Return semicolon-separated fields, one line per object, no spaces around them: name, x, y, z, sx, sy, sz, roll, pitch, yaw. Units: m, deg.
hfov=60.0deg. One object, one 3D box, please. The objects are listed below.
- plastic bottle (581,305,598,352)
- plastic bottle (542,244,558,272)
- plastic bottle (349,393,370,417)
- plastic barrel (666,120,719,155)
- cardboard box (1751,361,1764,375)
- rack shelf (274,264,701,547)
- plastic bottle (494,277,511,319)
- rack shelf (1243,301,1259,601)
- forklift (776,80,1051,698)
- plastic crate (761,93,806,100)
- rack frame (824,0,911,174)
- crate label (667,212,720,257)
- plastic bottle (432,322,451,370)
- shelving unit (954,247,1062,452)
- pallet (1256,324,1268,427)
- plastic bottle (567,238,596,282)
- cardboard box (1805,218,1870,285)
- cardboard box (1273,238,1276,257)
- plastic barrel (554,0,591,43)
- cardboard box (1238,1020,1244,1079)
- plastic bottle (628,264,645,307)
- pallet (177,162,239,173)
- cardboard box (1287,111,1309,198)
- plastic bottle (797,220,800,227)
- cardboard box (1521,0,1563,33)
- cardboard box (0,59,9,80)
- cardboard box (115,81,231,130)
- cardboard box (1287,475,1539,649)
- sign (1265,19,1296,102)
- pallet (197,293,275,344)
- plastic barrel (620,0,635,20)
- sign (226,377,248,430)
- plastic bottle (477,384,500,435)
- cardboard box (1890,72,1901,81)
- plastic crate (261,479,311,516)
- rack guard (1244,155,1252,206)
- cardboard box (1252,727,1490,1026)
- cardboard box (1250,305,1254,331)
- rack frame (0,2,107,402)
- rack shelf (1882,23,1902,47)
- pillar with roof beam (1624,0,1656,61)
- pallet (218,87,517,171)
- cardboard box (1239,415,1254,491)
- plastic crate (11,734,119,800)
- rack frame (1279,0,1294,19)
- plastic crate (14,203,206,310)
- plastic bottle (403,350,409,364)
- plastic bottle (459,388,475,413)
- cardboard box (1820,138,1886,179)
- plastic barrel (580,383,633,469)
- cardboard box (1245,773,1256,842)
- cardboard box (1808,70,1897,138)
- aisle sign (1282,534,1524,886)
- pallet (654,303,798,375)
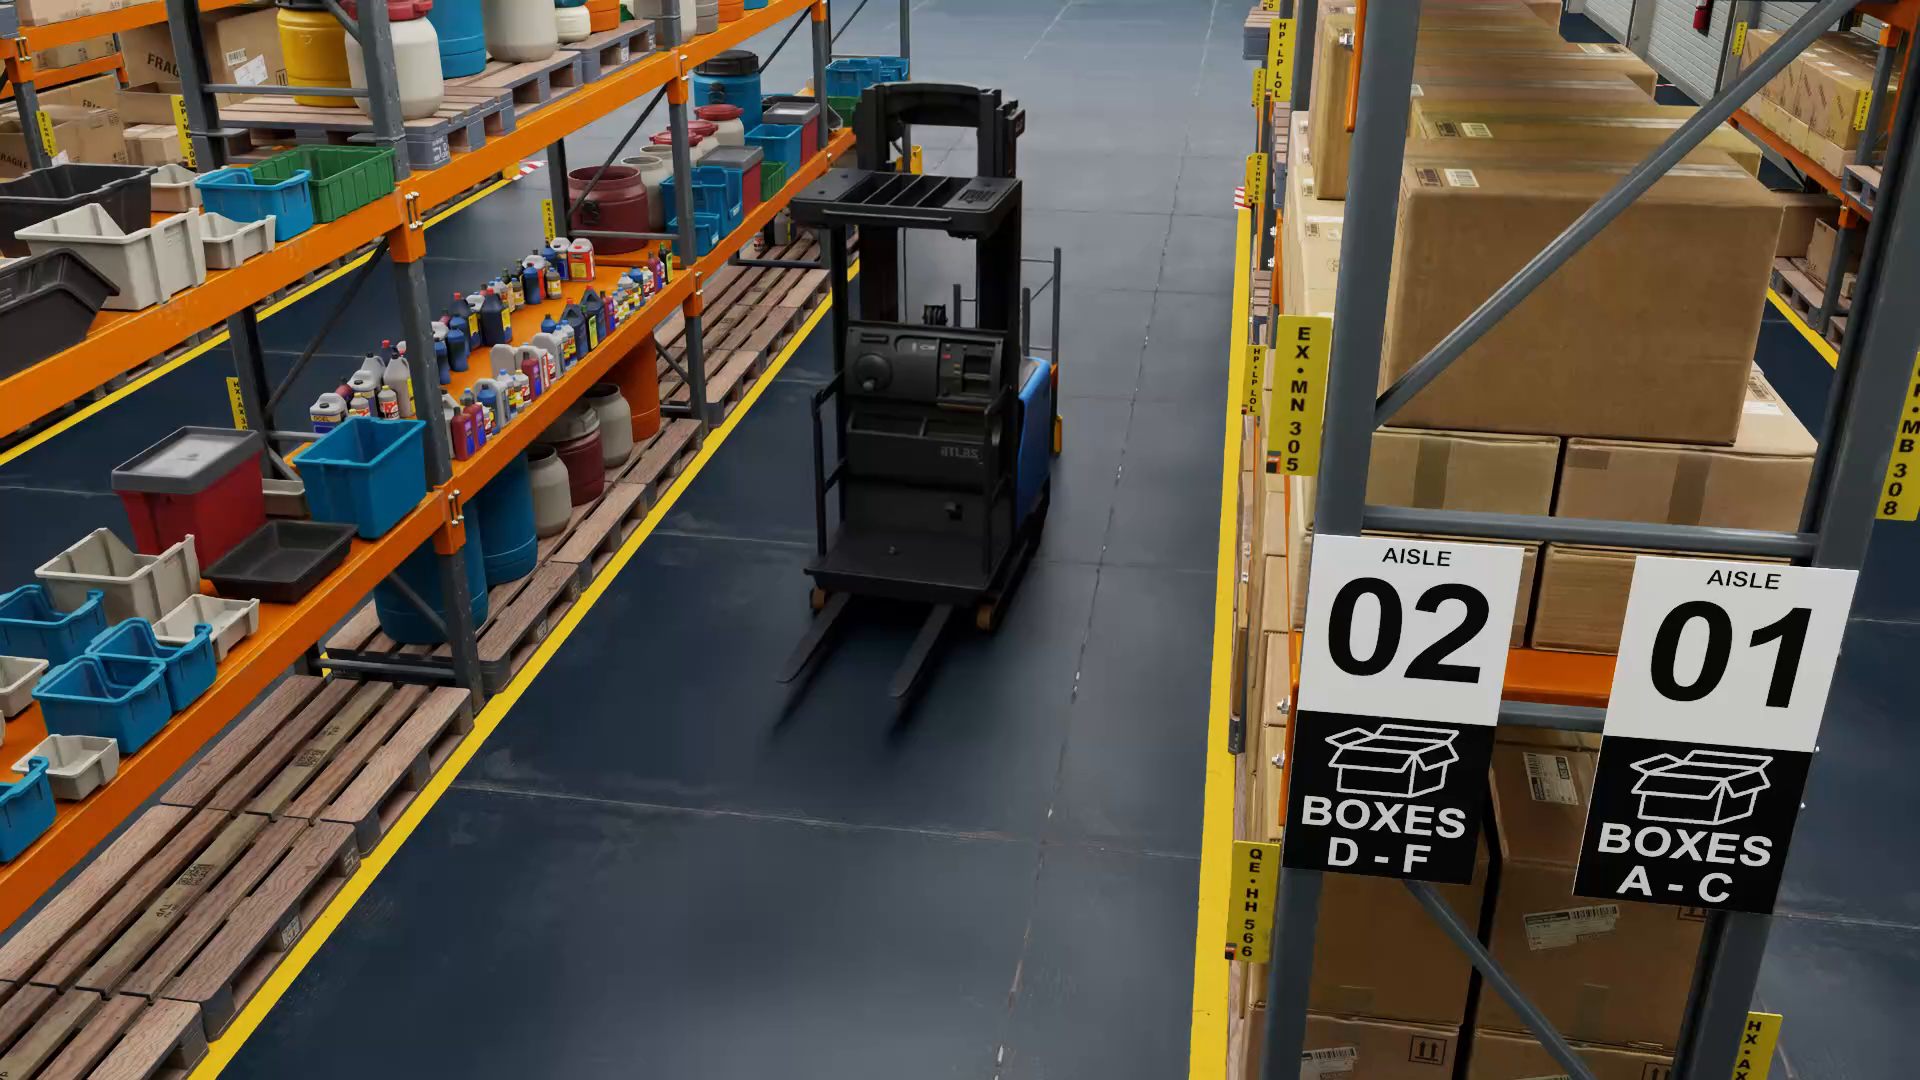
plastic bottle;-2.264;-1.298;10.123;0.061;0.283;0.133;4;25;9
plastic bottle;-2.816;-1.898;11.417;0.097;0.271;0.097;0;25;0
plastic bottle;-3.215;-0.687;8.914;0.097;0.201;0.097;0;25;0
plastic barrel;-2.219;-3.204;13.896;0.433;0.535;0.433;0;25;0
cardboard box;1.628;-0.393;4.100;0.500;0.250;0.500;4;25;9
rack shelf;-2.707;-0.999;10.194;1.077;0.370;4.000;4;25;9
plastic bottle;-2.951;-1.552;10.679;0.097;0.271;0.097;0;25;0
rack shelf;2.179;-0.654;9.457;1.077;0.370;4.000;4;25;9
forklift;-0.261;-0.977;9.380;1.130;2.935;3.031;6;26;13
plastic crate;-1.813;-4.248;16.463;0.499;0.251;0.616;4;25;9
rack frame;-1.073;-5.507;18.977;1.000;3.000;0.127;4;25;9
crate label;-1.941;-2.235;12.185;0.303;0.233;0.416;4;25;9
plastic bottle;-3.086;-1.136;9.785;0.152;0.276;0.135;4;25;9
shelving unit;0.330;-1.165;11.470;0.587;1.500;1.083;6;26;13
pallet;2.193;-0.916;9.394;1.003;0.211;1.213;4;25;9
plastic bottle;-2.620;-1.936;11.493;0.152;0.276;0.135;4;25;9
cardboard box;8.178;-2.652;15.306;0.500;0.500;0.500;2;25;5
cardboard box;2.380;-2.098;11.990;0.380;0.149;0.250;4;25;9
plastic barrel;-2.411;-3.188;10.153;0.301;0.262;0.301;0;25;0
cardboard box;1.229;1.936;5.800;0.500;0.250;0.500;4;25;9
plastic bottle;-2.132;-1.679;10.951;0.097;0.271;0.097;0;25;0
pallet;-6.983;-3.248;14.377;1.003;0.211;1.213;4;25;9
cardboard box;1.528;-1.474;6.410;0.500;0.250;0.500;4;25;9
plastic bottle;-1.686;-3.368;17.093;0.061;0.283;0.133;4;25;9
cardboard box;1.811;-1.794;6.209;0.700;0.500;0.500;4;25;9
cardboard box;-11.181;-5.464;18.708;0.875;0.550;0.500;4;25;9
cardboard box;-6.805;-3.683;14.462;0.797;0.503;0.637;7;26;14
cardboard box;1.022;0.006;3.838;0.500;0.250;0.500;4;25;9
sign;1.304;-1.951;6.768;0.100;0.325;0.005;4;25;9
pallet;-6.936;-2.077;14.938;1.003;0.211;1.213;4;25;9
plastic barrel;-2.403;-4.005;12.393;0.301;0.262;0.301;0;25;0
sign;-3.576;-0.652;8.279;0.100;0.325;0.005;4;25;9
plastic bottle;-2.514;-0.700;8.858;0.097;0.271;0.097;0;25;0
cardboard box;8.419;-3.826;14.655;0.500;0.500;0.500;4;25;8
plastic crate;-3.251;-0.211;7.903;0.396;0.136;0.243;4;25;9
rack guard;3.817;-4.040;18.791;1.175;0.500;0.348;4;25;9
cardboard box;1.000;0.826;4.149;0.500;0.500;0.500;4;25;8
cardboard box;2.512;-1.680;12.887;0.500;0.311;0.500;4;25;8
rack frame;-7.266;-2.504;12.562;1.000;3.000;0.127;4;25;9
rack shelf;7.721;-3.344;11.666;1.077;0.370;4.000;4;25;9
pillar with roof beam;7.154;-12.502;26.844;9.100;9.000;0.400;4;25;9
pallet;-3.002;-2.096;8.373;1.213;0.211;1.003;4;25;9
cardboard box;2.070;-0.493;10.696;0.500;0.500;0.500;3;25;7
plastic crate;-3.077;0.785;5.776;0.250;0.136;0.298;4;25;9
rack frame;2.506;-4.533;9.820;1.000;3.000;0.127;4;25;9
plastic crate;-3.021;-1.026;6.004;0.437;0.282;0.530;4;25;9
plastic bottle;-3.034;-0.940;9.278;0.144;0.351;0.185;4;25;9
plastic bottle;-2.649;-0.719;8.982;0.097;0.201;0.097;0;25;0
cardboard box;7.826;-3.308;14.432;0.500;0.250;0.500;4;25;9
plastic barrel;-2.447;-0.776;11.309;0.421;0.512;0.421;0;25;0
cardboard box;1.172;0.853;5.272;0.500;0.500;0.500;4;25;9
cardboard box;7.896;-3.857;14.720;0.500;0.500;0.500;4;25;8
aisle sign;0.885;0.360;3.377;0.394;0.787;0.004;4;25;9
pallet;-2.013;-1.728;14.193;1.003;0.211;1.213;4;25;9
